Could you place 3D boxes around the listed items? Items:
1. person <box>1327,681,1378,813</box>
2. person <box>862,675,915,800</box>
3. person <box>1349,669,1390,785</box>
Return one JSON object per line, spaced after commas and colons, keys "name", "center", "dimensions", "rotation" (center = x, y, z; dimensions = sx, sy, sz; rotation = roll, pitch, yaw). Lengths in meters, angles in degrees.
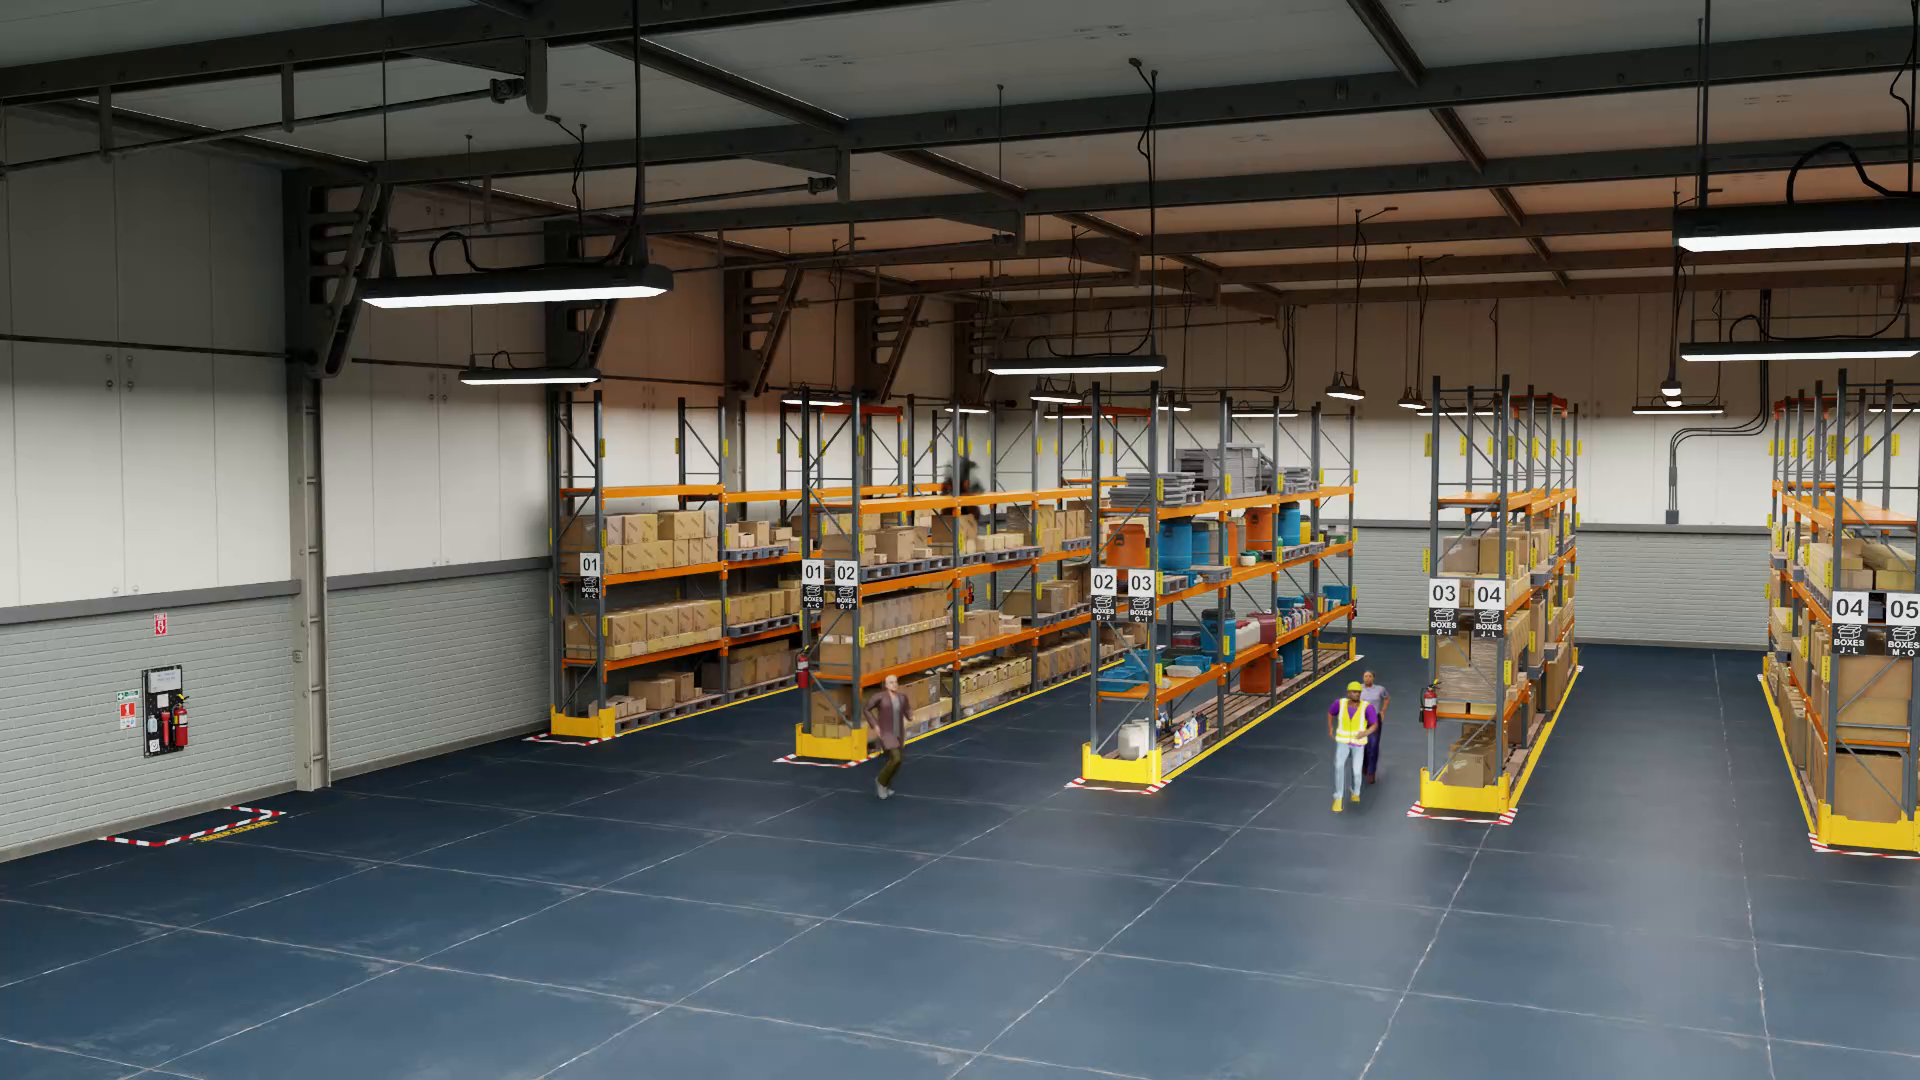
{"name": "person", "center": [5.449, 2.856, 23.118], "dimensions": [0.704, 1.805, 0.770], "rotation": [1, 3, 17]}
{"name": "person", "center": [-0.955, 2.816, 23.750], "dimensions": [0.676, 1.785, 0.739], "rotation": [-3, 4, -39]}
{"name": "person", "center": [6.131, 2.774, 25.005], "dimensions": [0.597, 1.667, 0.854], "rotation": [1, 3, 19]}
